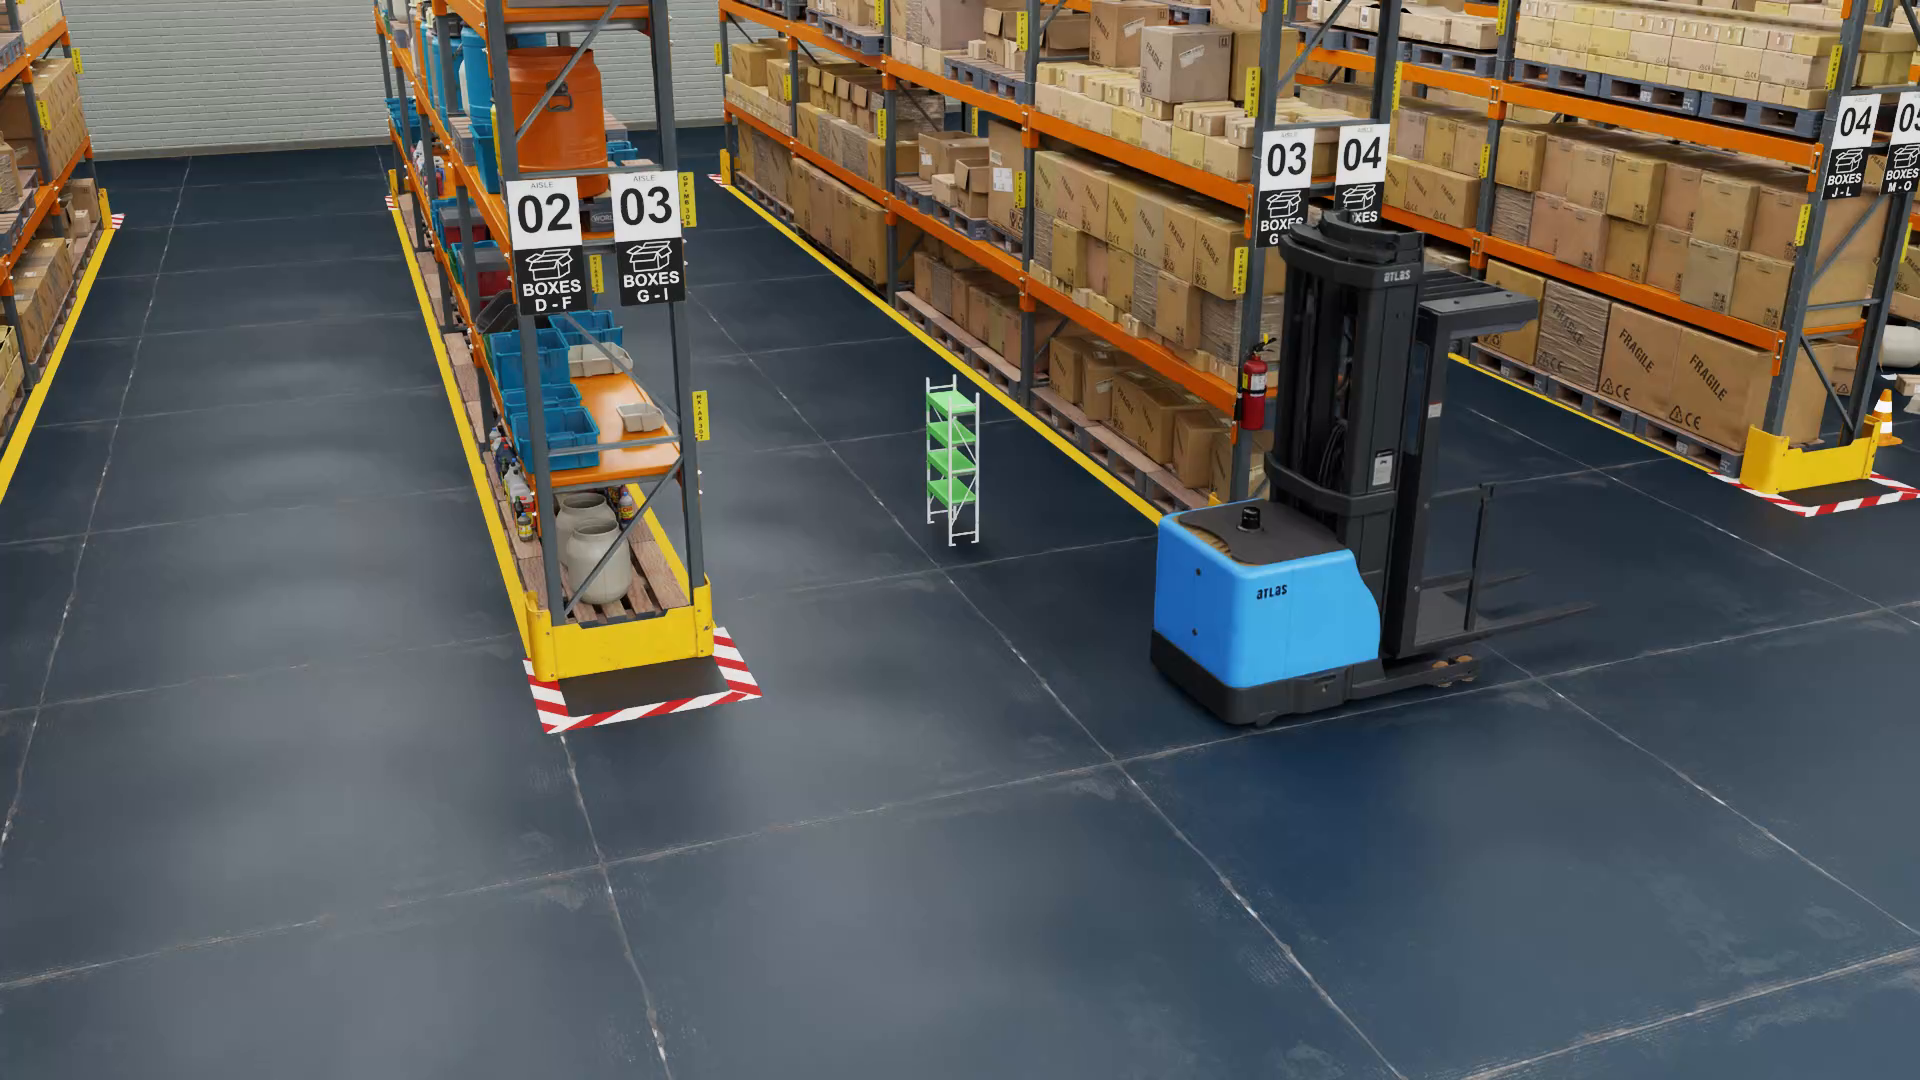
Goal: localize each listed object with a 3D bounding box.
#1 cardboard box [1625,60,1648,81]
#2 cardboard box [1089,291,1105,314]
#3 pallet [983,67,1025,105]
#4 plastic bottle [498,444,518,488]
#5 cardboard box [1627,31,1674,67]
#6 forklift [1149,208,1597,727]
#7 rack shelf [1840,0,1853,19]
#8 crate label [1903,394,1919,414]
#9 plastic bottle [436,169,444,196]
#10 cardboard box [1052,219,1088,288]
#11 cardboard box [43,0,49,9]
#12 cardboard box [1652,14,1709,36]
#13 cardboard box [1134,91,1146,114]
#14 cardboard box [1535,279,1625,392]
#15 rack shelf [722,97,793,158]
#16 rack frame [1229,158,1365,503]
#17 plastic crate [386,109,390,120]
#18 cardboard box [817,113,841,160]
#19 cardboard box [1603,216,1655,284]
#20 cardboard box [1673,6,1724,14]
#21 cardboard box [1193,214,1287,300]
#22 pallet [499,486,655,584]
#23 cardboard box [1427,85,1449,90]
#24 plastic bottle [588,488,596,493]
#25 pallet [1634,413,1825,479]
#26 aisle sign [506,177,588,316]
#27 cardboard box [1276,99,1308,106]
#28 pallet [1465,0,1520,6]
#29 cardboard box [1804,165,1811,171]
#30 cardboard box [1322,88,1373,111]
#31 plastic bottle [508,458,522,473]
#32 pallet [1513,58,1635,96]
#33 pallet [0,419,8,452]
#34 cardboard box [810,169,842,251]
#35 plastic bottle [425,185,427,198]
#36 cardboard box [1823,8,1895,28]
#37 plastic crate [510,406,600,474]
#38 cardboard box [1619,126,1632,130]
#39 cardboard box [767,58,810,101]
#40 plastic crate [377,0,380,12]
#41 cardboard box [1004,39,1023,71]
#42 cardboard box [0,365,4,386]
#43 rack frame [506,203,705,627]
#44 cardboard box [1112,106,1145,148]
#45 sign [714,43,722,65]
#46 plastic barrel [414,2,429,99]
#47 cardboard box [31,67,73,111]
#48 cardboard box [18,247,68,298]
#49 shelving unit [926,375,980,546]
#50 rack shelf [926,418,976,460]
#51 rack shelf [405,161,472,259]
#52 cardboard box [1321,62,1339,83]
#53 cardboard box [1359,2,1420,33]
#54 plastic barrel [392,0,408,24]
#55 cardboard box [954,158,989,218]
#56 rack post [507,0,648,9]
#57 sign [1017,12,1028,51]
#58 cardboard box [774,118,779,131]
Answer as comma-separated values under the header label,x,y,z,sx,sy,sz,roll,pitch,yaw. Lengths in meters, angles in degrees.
label,x,y,z,sx,sy,sz,roll,pitch,yaw
cardboard box,6.086,-4.133,14.611,0.380,0.149,0.250,-8,24,-18
cardboard box,1.321,-2.029,14.150,0.380,0.149,0.250,-8,24,-19
pallet,0.944,-4.250,15.474,1.213,0.211,1.003,-8,24,-19
plastic bottle,-3.608,-0.599,13.277,0.144,0.351,0.185,-9,25,-21
cardboard box,6.187,-4.283,14.451,0.500,0.250,0.500,-8,24,-19
forklift,2.798,-0.583,10.482,3.031,2.935,1.130,-10,25,-22
rack shelf,6.445,-4.881,14.309,1.077,0.370,4.000,-8,24,-19
crate label,9.134,-1.283,15.741,0.298,0.136,0.250,18,29,36
plastic bottle,-5.861,-4.026,18.714,0.061,0.283,0.133,-8,24,-19
cardboard box,1.307,-2.540,14.526,0.875,0.500,0.500,-8,24,-19
cardboard box,-11.676,-6.746,20.703,0.500,0.250,0.500,-8,24,-19
cardboard box,6.176,-4.409,14.238,0.380,0.149,0.250,-8,24,-19
cardboard box,1.579,-3.396,12.888,0.380,0.149,0.250,-10,25,-22
cardboard box,6.217,-2.008,15.971,0.875,0.875,0.875,-8,24,-19
rack shelf,-2.470,-6.017,24.214,1.077,0.370,4.000,-8,24,-19
rack frame,2.475,-1.262,12.005,1.000,3.000,0.127,-8,24,-19
plastic crate,-7.995,-6.039,23.602,0.250,0.136,0.298,-8,24,-19
cardboard box,-1.480,-5.102,20.988,0.500,0.500,0.500,-9,24,-20
cardboard box,6.457,-2.708,15.243,0.875,0.550,0.500,-8,24,-19
cardboard box,6.611,-4.685,14.892,0.380,0.149,0.250,-9,24,-20
cardboard box,2.050,-2.072,12.128,0.500,0.500,0.500,-8,24,-19
pallet,-2.938,-0.057,12.737,1.003,0.211,1.213,-8,24,-19
cardboard box,7.399,-6.944,25.037,0.500,0.250,0.500,-9,24,-21
plastic bottle,-2.938,-0.531,13.202,0.061,0.283,0.133,-8,24,-19
pallet,6.796,-0.900,14.738,1.003,0.211,1.213,-8,24,-19
aisle sign,-2.411,-1.713,9.729,0.394,0.787,0.004,-8,24,-19
cardboard box,2.359,-3.182,12.378,0.380,0.149,0.250,-7,24,-17
pallet,7.877,-7.949,24.256,0.805,0.209,1.217,-9,25,-21
cardboard box,9.893,-4.302,19.001,0.380,0.149,0.250,-8,24,-18
cardboard box,4.654,-4.971,19.390,0.700,0.500,0.500,-9,24,-20
plastic bottle,-3.521,-0.514,13.177,0.097,0.271,0.097,0,23,0
pallet,6.017,-4.402,15.707,1.003,0.211,1.213,-8,24,-19
pallet,-8.938,-0.779,14.449,1.003,0.211,1.213,-8,24,-19
cardboard box,-1.203,-4.282,21.366,1.225,0.875,0.875,-9,25,-21
plastic bottle,-5.872,-3.862,18.430,0.097,0.201,0.097,0,23,0
cardboard box,9.991,-5.774,18.501,0.500,0.250,0.500,-9,24,-20
plastic crate,-2.615,-0.655,10.756,0.499,0.251,0.616,-8,24,-19
cardboard box,8.861,-5.462,21.754,0.380,0.149,0.250,-10,25,-22
cardboard box,-2.350,-6.348,22.918,0.500,0.500,0.500,-8,24,-18
plastic crate,-7.528,-7.157,22.209,0.504,0.338,0.767,-8,24,-19
cardboard box,0.637,-4.557,15.593,0.396,0.266,0.258,-7,24,-17
cardboard box,-8.839,-1.467,14.770,0.500,0.311,0.500,-9,24,-19
rack frame,-2.158,-0.582,10.393,1.000,3.000,0.127,-8,24,-19
cardboard box,1.533,-3.266,13.091,0.500,0.250,0.500,-9,24,-20
sign,-3.698,-7.437,25.440,0.100,0.325,0.005,-8,24,-19
plastic barrel,-4.666,-4.503,15.281,0.600,0.830,0.708,-8,24,-19
cardboard box,-11.665,-5.729,21.188,0.500,0.500,0.500,-8,24,-18
cardboard box,-10.424,-2.994,18.768,0.500,0.500,0.500,-8,24,-19
shelving unit,-0.058,-0.613,12.783,0.258,1.200,0.503,-8,24,-19
rack shelf,-0.058,-0.775,12.715,0.258,0.148,0.480,-8,24,-19
rack shelf,-5.691,-3.884,19.153,1.077,0.370,4.000,-8,24,-19
cardboard box,6.363,-7.900,27.627,0.500,0.500,0.500,-8,24,-19
cardboard box,4.733,-5.731,18.193,0.500,0.311,0.500,-9,24,-20
plastic barrel,-6.446,-6.355,19.512,0.433,0.535,0.433,0,23,0
cardboard box,0.363,-3.573,16.816,0.797,0.503,0.637,-6,24,-14
rack post,-2.306,-3.408,10.018,0.937,0.300,0.954,-6,24,-13
sign,0.544,-4.440,14.510,0.100,0.325,0.005,-8,24,-19
cardboard box,-2.360,-5.759,22.998,0.380,0.149,0.250,-9,24,-20
